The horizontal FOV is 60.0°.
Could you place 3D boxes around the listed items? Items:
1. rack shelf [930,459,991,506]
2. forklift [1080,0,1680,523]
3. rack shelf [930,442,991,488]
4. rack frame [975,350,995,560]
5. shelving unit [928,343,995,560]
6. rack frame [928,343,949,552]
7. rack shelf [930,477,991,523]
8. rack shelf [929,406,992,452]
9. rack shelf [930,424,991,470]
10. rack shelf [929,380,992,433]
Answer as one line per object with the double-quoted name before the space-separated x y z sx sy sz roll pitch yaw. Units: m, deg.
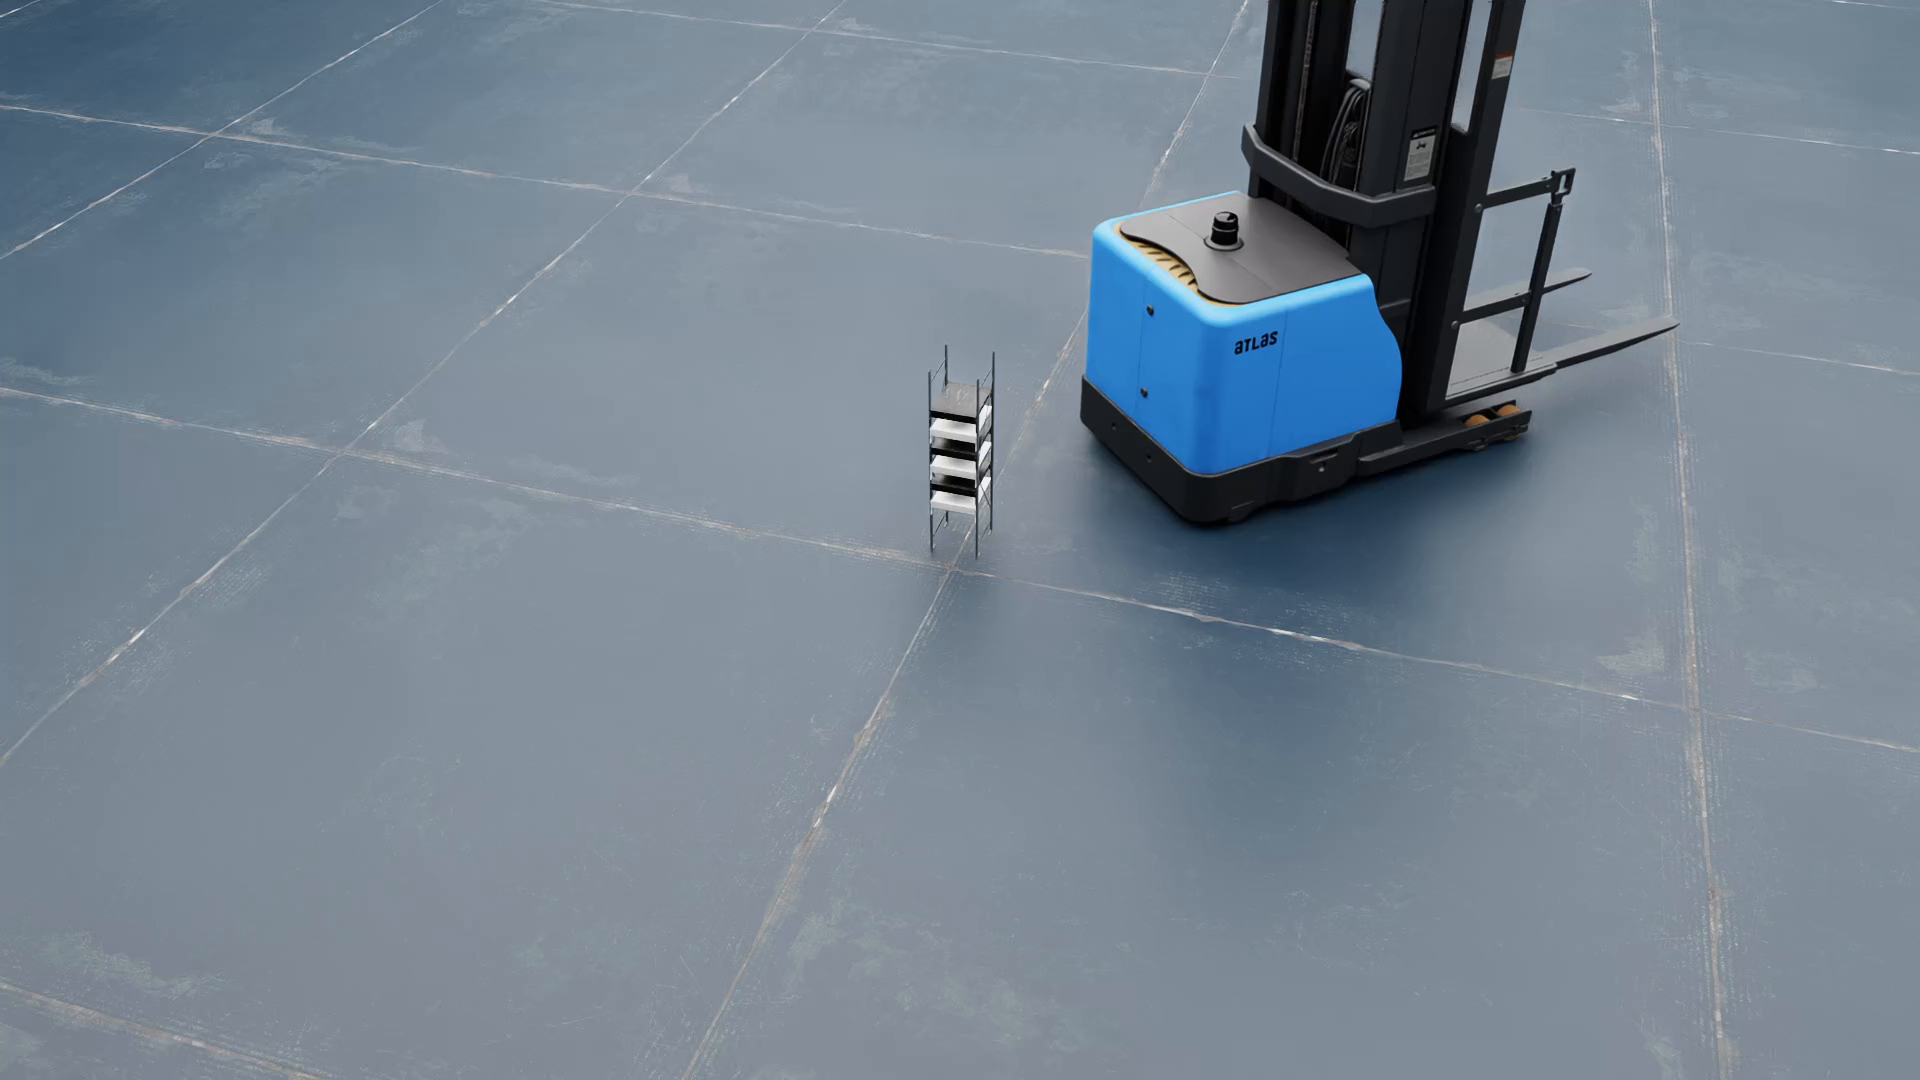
"rack shelf" 0.008 -0.262 7.054 0.200 0.077 0.258 10 38 14
"forklift" 2.122 -1.862 7.307 3.031 2.935 1.130 -17 40 -21
"rack shelf" 0.008 -0.334 7.001 0.200 0.077 0.258 10 38 14
"rack frame" 0.105 -0.343 6.957 0.006 0.900 0.240 10 38 14
"shelving unit" 0.008 -0.361 6.981 0.210 0.900 0.258 10 38 14
"rack frame" -0.089 -0.379 7.006 0.006 0.900 0.240 10 38 14
"rack shelf" 0.008 -0.189 7.108 0.200 0.077 0.258 10 38 14
"rack shelf" 0.008 -0.479 6.894 0.200 0.077 0.258 10 38 14
"rack shelf" 0.008 -0.407 6.948 0.200 0.077 0.258 10 38 14
"rack shelf" 0.008 -0.552 6.841 0.200 0.077 0.258 10 38 14
